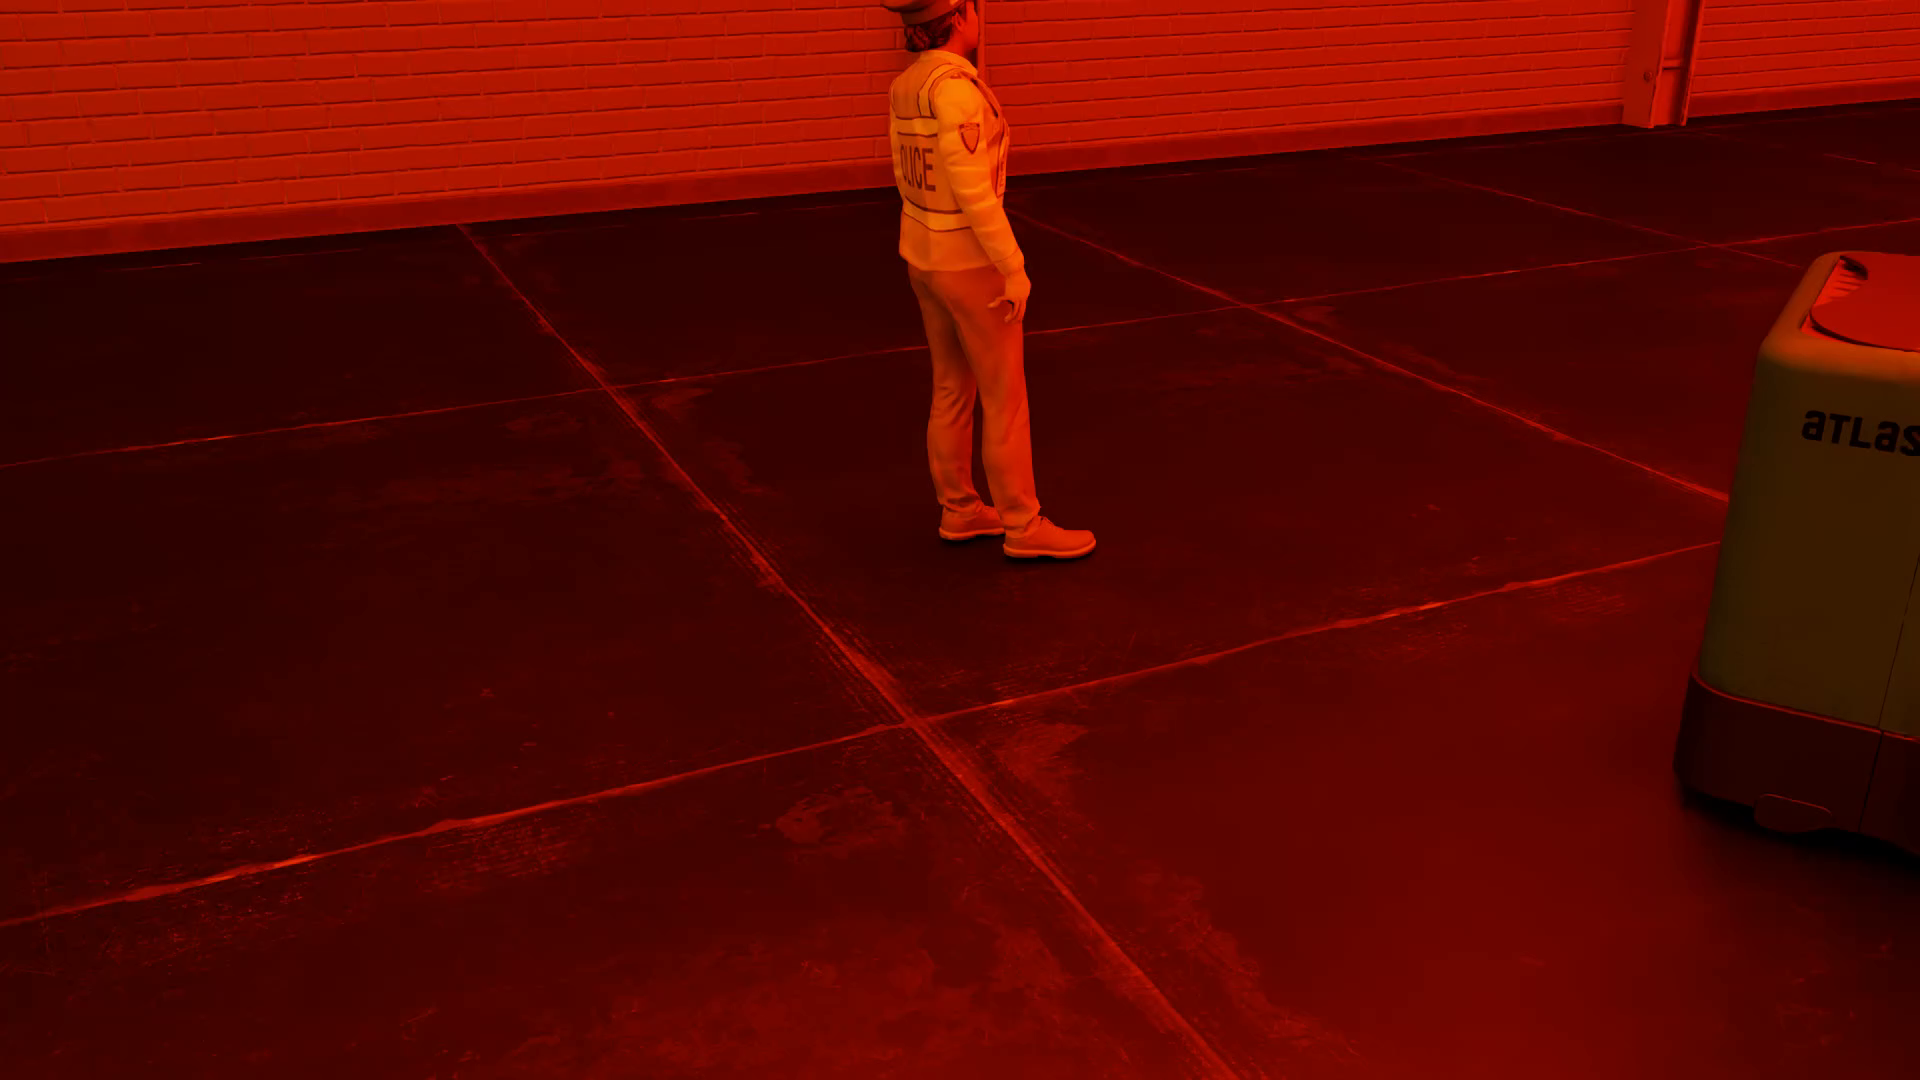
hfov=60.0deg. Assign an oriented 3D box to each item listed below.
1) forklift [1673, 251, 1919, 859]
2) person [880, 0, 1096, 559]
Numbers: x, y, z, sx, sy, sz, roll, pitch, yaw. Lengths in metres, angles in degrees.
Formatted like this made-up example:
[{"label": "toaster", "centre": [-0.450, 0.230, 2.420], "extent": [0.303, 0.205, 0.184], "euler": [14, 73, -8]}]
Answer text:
[{"label": "forklift", "centre": [3.104, -0.620, 2.778], "extent": [3.031, 2.935, 1.130], "euler": [13, 26, 29]}, {"label": "person", "centre": [0.063, -0.798, 4.800], "extent": [0.534, 1.696, 0.587], "euler": [-10, 25, -23]}]
